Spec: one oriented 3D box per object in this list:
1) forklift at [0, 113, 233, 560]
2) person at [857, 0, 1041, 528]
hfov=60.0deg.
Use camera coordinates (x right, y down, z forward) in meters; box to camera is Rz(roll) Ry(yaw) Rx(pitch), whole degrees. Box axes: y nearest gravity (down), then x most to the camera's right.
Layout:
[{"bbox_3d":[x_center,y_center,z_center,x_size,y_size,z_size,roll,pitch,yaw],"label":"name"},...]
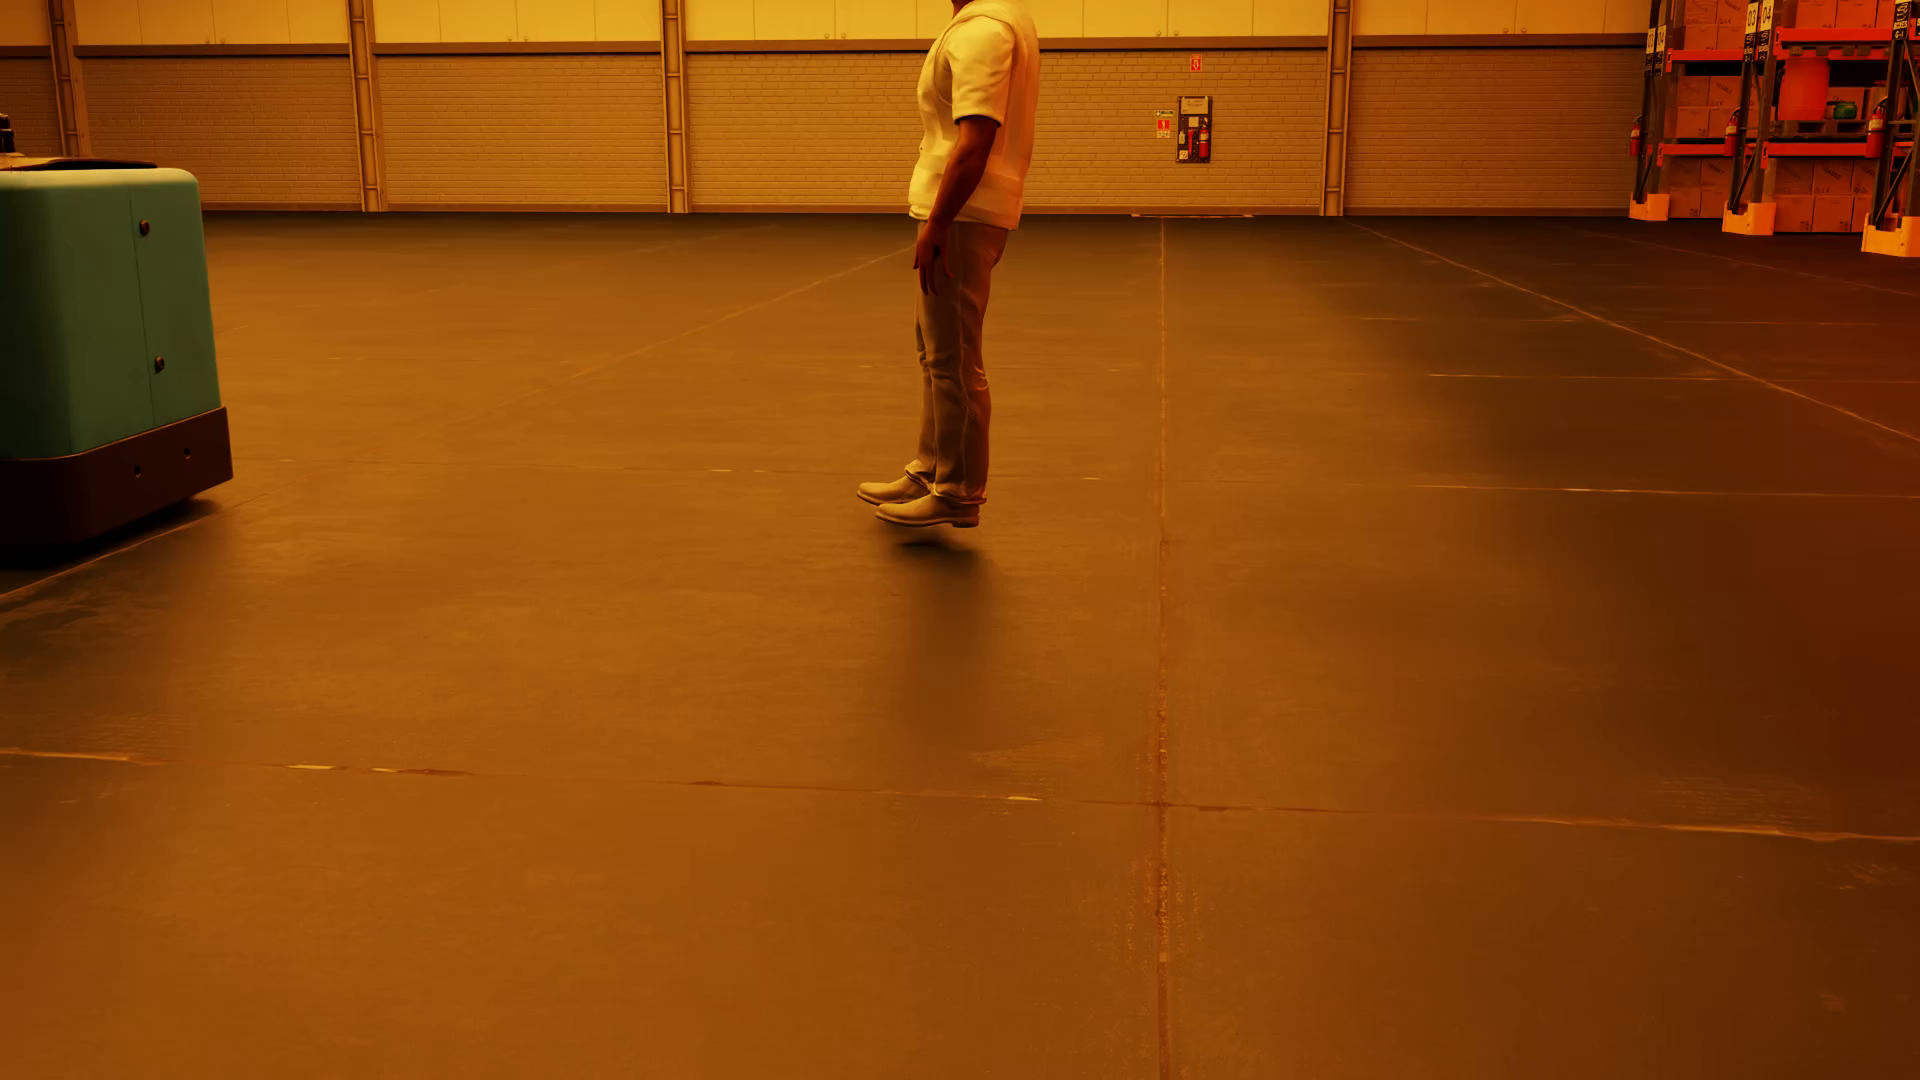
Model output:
[{"bbox_3d":[-3.930,-1.470,4.796,3.031,2.935,1.130,0,13,2],"label":"forklift"},{"bbox_3d":[-0.068,-0.910,4.749,0.577,1.765,0.665,2,13,7],"label":"person"}]
